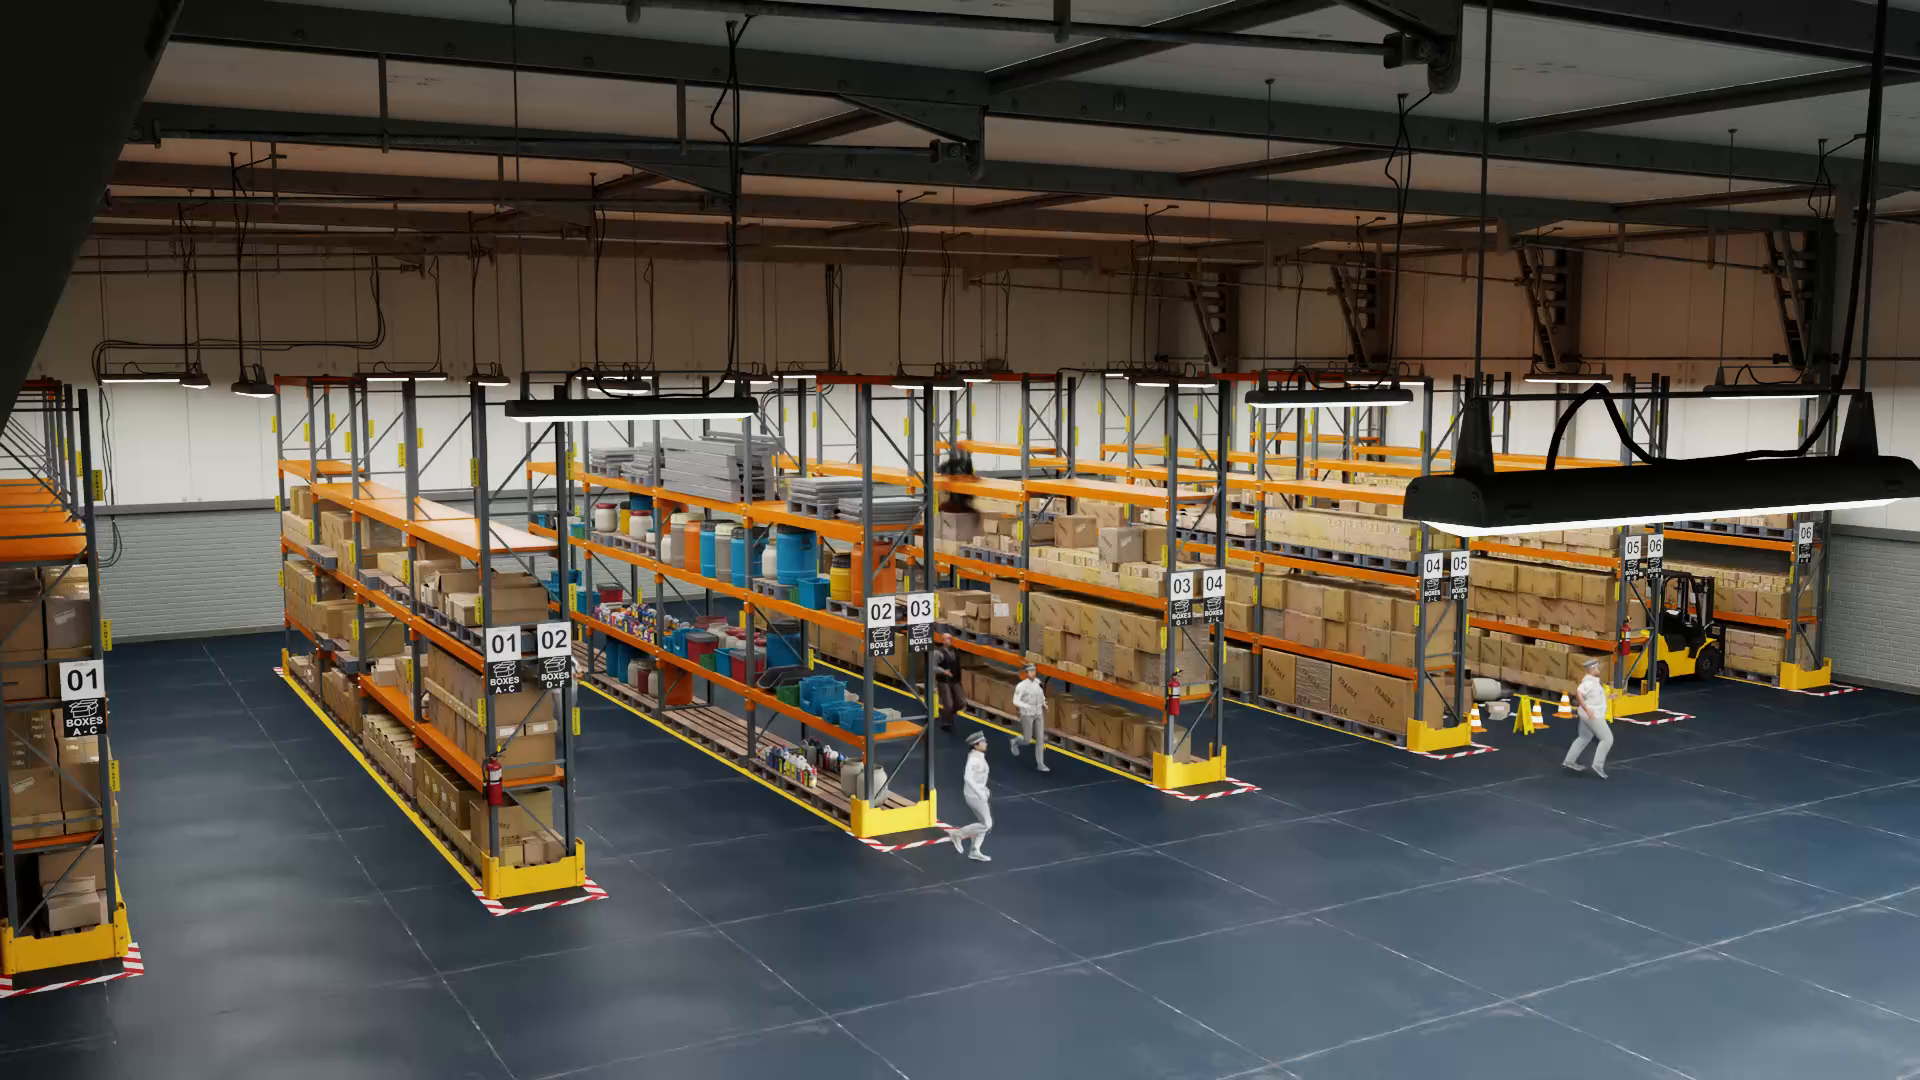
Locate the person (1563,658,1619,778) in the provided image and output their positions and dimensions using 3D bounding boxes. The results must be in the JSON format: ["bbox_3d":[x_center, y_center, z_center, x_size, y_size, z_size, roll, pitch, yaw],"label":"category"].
[{"bbox_3d":[9.599,2.704,25.232,0.744,1.850,0.631,1,6,10],"label":"person"}]

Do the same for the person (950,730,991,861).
[{"bbox_3d":[0.134,3.229,20.988,0.521,1.677,0.640,0,6,1],"label":"person"}]

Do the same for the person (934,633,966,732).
[{"bbox_3d":[-0.151,2.414,28.147,0.651,1.673,0.583,-4,8,-34],"label":"person"}]

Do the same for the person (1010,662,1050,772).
[{"bbox_3d":[1.123,2.698,25.645,0.630,1.650,0.949,-4,7,-29],"label":"person"}]

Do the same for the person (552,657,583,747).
[{"bbox_3d":[-6.489,2.505,27.314,0.610,1.647,0.940,-4,8,-35],"label":"person"}]
